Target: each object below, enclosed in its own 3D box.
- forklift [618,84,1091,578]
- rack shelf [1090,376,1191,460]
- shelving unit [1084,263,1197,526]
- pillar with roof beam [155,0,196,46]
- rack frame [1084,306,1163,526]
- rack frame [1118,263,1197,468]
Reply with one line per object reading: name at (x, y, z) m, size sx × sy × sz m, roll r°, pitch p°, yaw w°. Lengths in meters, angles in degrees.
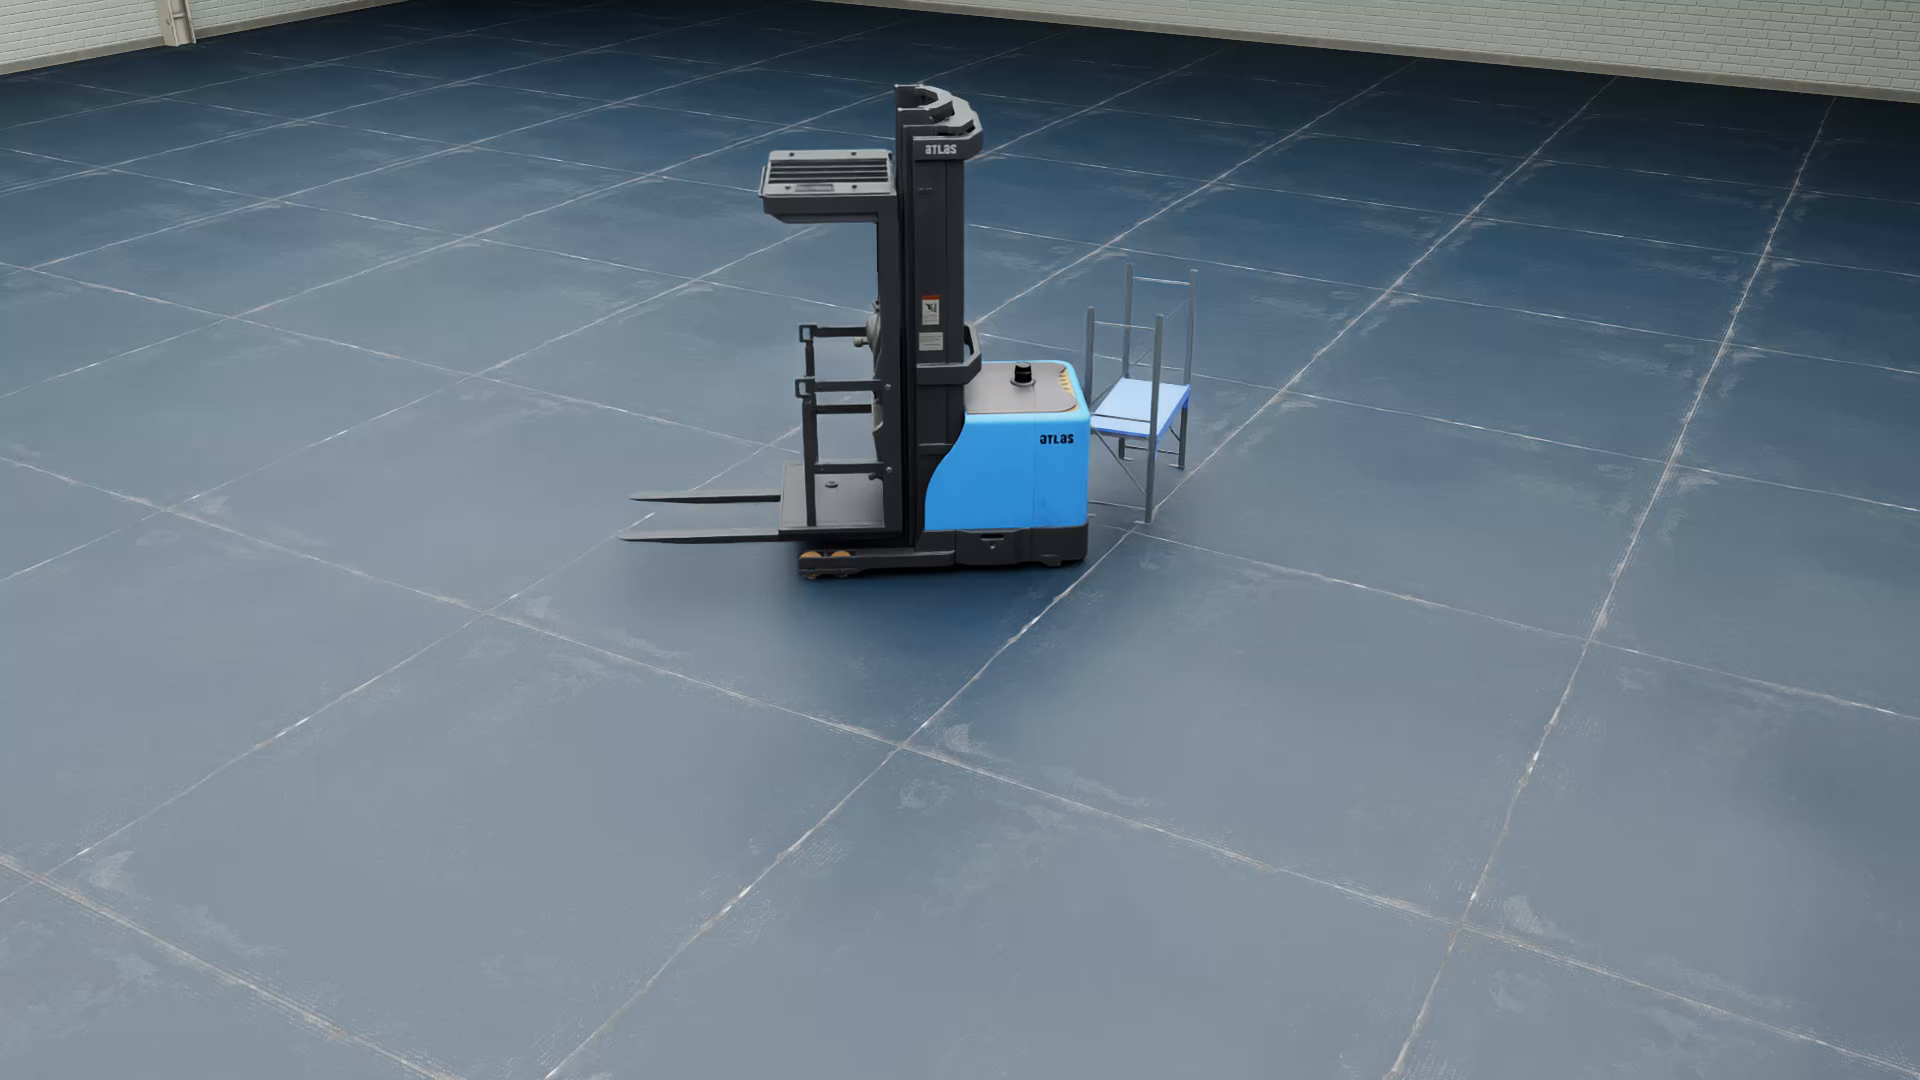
forklift at (-0.707, -1.310, 10.513) m, size 3.031 × 2.935 × 1.130 m, roll -2°, pitch 27°, yaw -3°
rack shelf at (1.242, -0.866, 11.625) m, size 0.538 × 0.185 × 1.000 m, roll 9°, pitch 28°, yaw 18°
shelving unit at (1.242, -1.026, 11.545) m, size 0.538 × 1.500 × 1.048 m, roll 9°, pitch 28°, yaw 18°
pillar with roof beam at (-9.226, -11.334, 23.759) m, size 9.100 × 9.000 × 0.400 m, roll 14°, pitch 30°, yaw 26°
rack frame at (1.071, -0.812, 11.117) m, size 0.500 × 1.500 × 0.032 m, roll 9°, pitch 28°, yaw 18°
rack frame at (1.413, -1.241, 11.973) m, size 0.500 × 1.500 × 0.032 m, roll 9°, pitch 28°, yaw 18°
